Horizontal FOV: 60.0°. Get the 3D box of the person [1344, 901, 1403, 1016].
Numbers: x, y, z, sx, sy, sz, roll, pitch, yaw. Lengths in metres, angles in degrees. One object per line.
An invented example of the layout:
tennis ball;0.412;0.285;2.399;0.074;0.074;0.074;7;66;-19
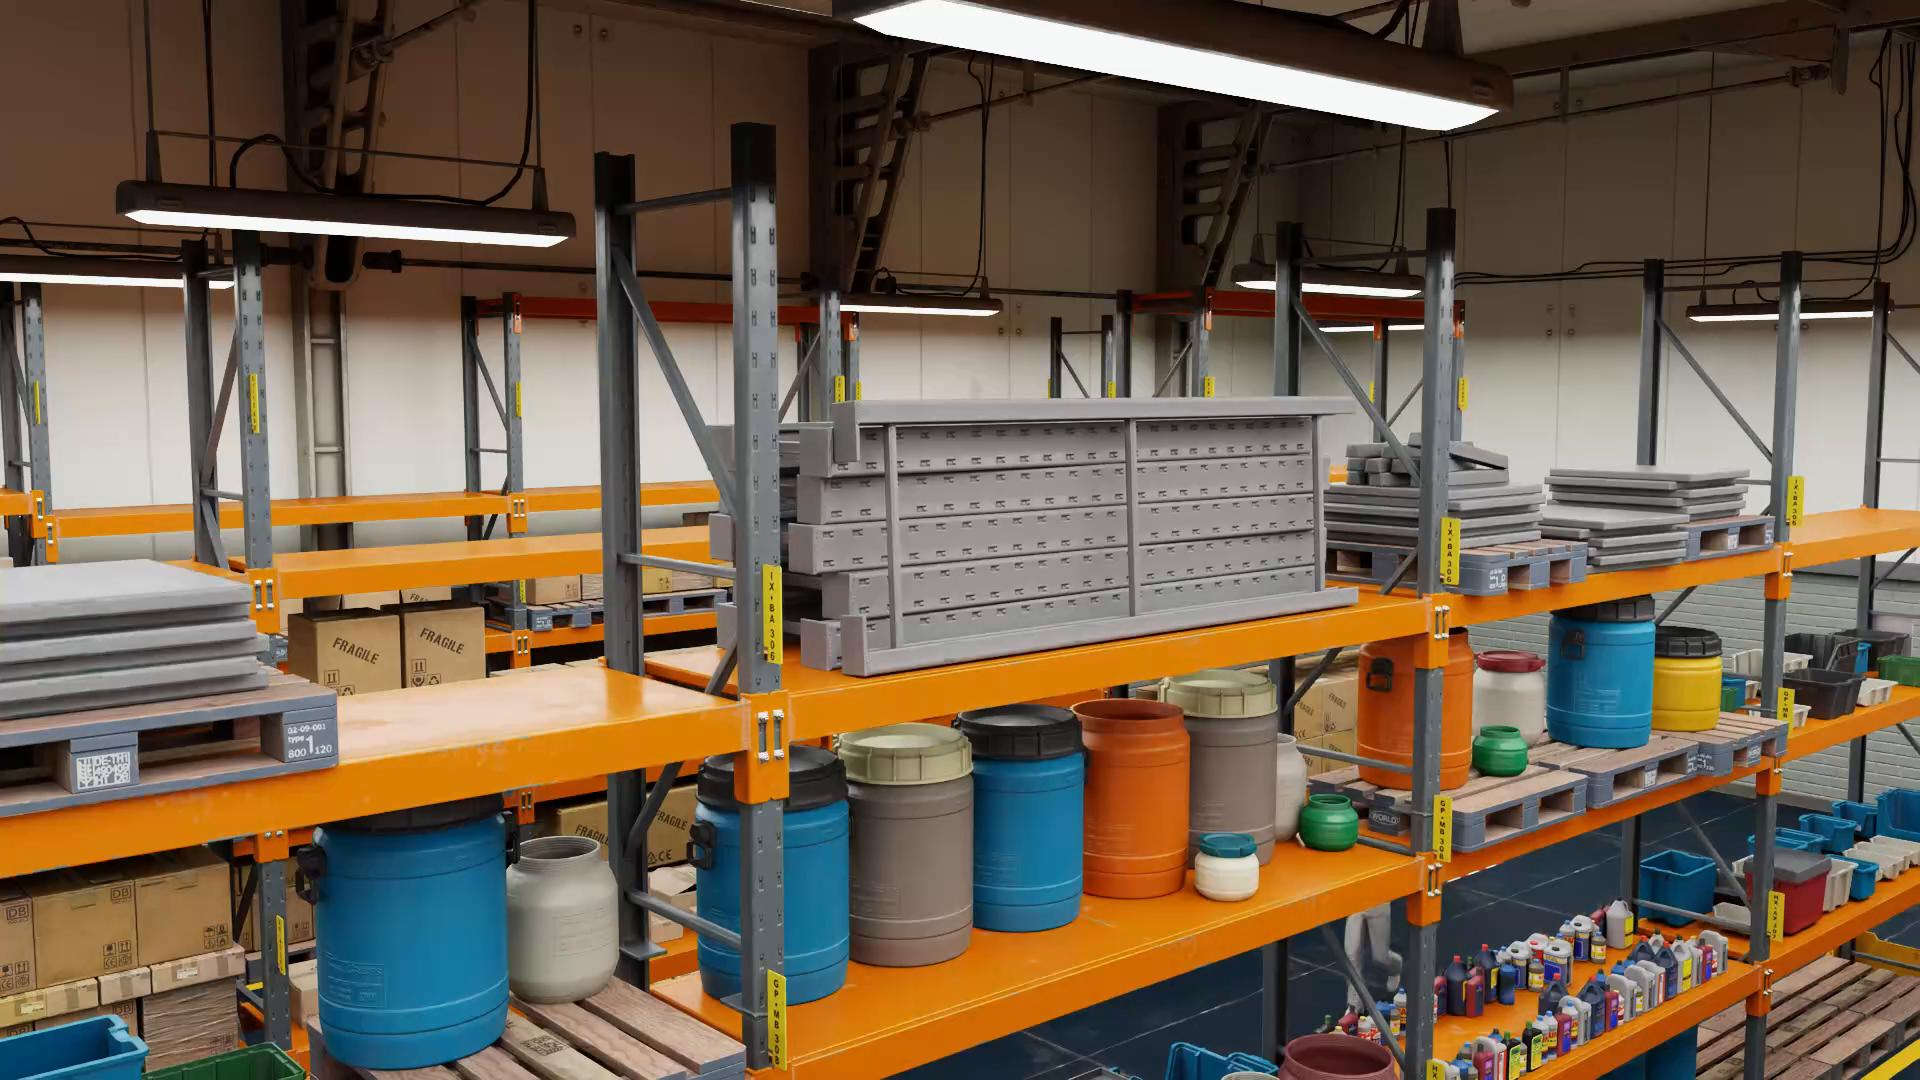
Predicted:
person;3.379;3.029;13.676;0.577;1.559;0.868;4;7;37
